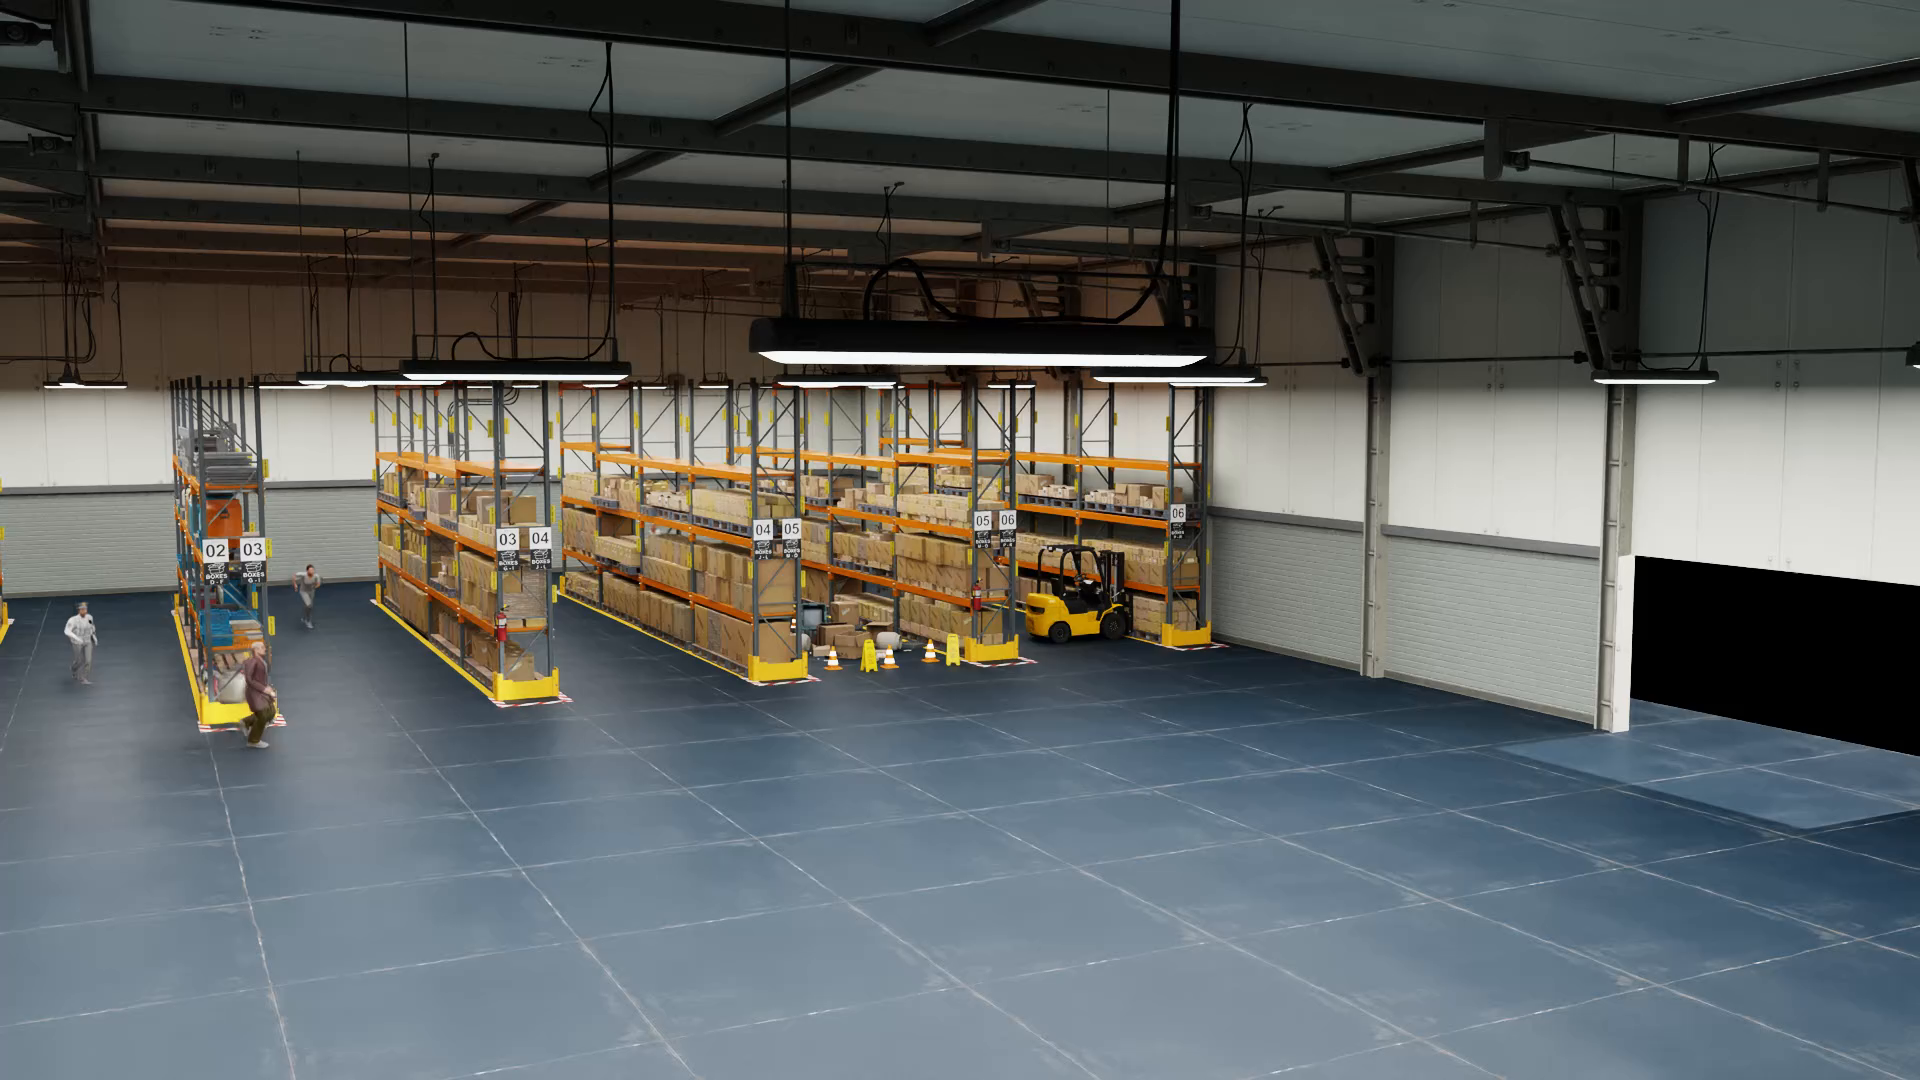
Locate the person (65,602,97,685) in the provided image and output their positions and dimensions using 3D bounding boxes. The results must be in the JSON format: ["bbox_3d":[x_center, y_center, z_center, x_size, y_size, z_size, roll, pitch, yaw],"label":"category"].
[{"bbox_3d":[-17.274,2.019,32.648,0.717,1.642,0.609,5,7,42],"label":"person"}]

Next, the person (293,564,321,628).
[{"bbox_3d":[-15.927,1.363,40.522,0.611,1.601,0.951,-4,6,-36],"label":"person"}]

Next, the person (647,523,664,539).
[{"bbox_3d":[-9.365,0.278,51.529,0.663,1.741,0.855,3,6,26],"label":"person"}]

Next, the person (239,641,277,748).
[{"bbox_3d":[-11.334,2.486,26.811,0.678,1.726,0.692,0,5,-3],"label":"person"}]

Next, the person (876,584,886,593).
[{"bbox_3d":[-2.235,0.621,45.243,0.564,1.623,0.540,-3,6,-33],"label":"person"}]
